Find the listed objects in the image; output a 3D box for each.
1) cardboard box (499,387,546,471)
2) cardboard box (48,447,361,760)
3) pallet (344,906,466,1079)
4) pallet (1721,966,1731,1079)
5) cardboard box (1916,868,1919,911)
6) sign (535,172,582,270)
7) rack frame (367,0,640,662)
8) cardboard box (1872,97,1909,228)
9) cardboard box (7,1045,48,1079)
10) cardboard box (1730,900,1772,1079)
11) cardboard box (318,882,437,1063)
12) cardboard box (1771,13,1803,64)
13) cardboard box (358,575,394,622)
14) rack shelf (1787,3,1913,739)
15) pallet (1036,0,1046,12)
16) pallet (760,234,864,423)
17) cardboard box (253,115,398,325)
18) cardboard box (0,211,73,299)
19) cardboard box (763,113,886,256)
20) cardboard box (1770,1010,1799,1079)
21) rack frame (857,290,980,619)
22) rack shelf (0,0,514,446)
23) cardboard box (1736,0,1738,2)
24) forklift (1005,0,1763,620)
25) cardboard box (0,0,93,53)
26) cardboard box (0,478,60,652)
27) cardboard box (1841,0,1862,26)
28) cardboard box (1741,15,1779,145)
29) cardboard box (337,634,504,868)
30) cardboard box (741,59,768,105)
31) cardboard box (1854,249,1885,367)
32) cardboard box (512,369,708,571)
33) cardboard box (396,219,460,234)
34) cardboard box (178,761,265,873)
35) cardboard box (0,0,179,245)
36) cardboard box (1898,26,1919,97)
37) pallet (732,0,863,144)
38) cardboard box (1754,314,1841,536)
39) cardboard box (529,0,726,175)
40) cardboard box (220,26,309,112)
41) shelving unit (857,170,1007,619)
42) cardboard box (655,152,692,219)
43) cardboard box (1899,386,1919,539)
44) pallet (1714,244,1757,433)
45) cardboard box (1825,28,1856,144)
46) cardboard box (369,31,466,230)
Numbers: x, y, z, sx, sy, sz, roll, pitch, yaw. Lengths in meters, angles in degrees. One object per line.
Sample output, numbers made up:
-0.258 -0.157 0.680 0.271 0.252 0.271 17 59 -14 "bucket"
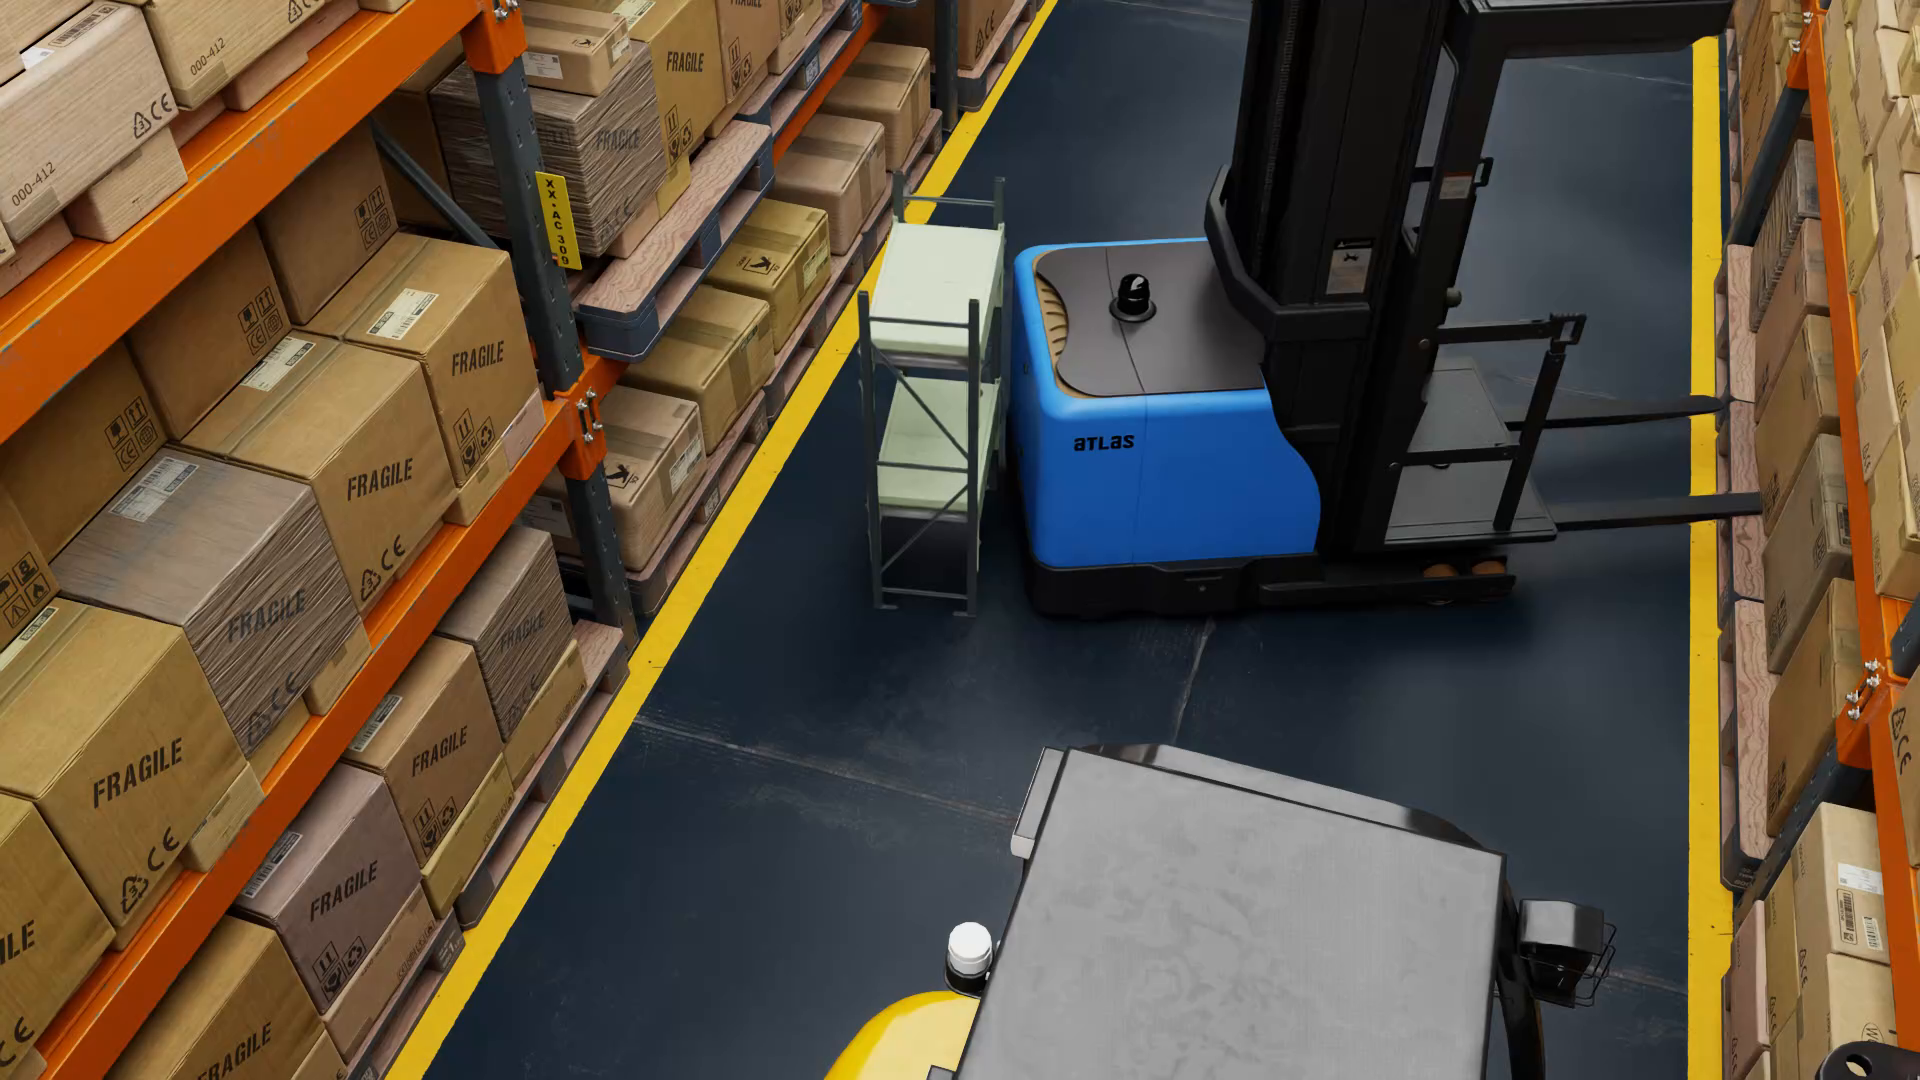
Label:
-1.524 -0.380 5.174 0.380 0.149 0.250 12 46 12 "cardboard box"
-1.917 0.149 4.169 0.500 0.500 0.500 14 46 14 "cardboard box"
-2.255 1.519 5.047 1.003 0.211 1.213 13 46 13 "pallet"
2.733 1.818 4.742 1.003 0.211 1.213 13 46 13 "pallet"
2.489 0.855 3.660 0.500 0.500 0.500 13 46 13 "cardboard box"
-1.198 -0.949 4.956 0.100 0.325 0.005 13 46 13 "sign"
-1.718 -0.749 5.371 1.000 3.000 0.127 13 46 13 "rack frame"
3.399 -1.223 5.605 0.500 0.250 0.500 13 46 13 "cardboard box"
-2.241 1.154 3.605 0.380 0.149 0.250 14 46 14 "cardboard box"
2.552 1.385 4.856 0.500 0.250 0.500 13 46 13 "cardboard box"
-1.951 1.230 5.014 0.500 0.250 0.500 13 46 13 "cardboard box"
4.187 -2.426 8.108 0.380 0.149 0.250 10 45 10 "cardboard box"
-1.835 0.108 4.675 0.380 0.149 0.250 12 46 12 "cardboard box"
3.620 -0.776 5.913 1.077 0.370 4.000 13 46 13 "rack shelf"
0.176 -3.739 10.420 1.003 0.211 1.213 13 46 13 "pallet"
-1.116 -1.088 7.710 1.003 0.211 1.213 13 46 13 "pallet"
-2.057 -1.001 4.629 0.700 0.500 0.500 12 46 12 "cardboard box"
-2.007 -0.619 3.272 0.380 0.149 0.250 13 46 13 "cardboard box"
-0.903 -1.758 7.981 0.950 0.372 0.625 12 46 12 "cardboard box"
2.423 1.547 4.333 0.500 0.250 0.500 12 46 12 "cardboard box"
-0.136 -0.257 5.941 0.400 1.500 0.023 5 45 5 "rack frame"
-2.323 -0.231 3.211 1.077 0.370 4.000 13 46 13 "rack shelf"
4.769 -3.326 9.491 0.500 0.500 0.500 11 45 11 "cardboard box"
1.737 -1.162 5.842 3.031 2.935 1.130 -4 44 -4 "forklift"
-1.906 -1.061 3.155 0.380 0.149 0.250 12 46 12 "cardboard box"
-2.482 0.030 3.575 0.700 0.500 0.500 12 46 12 "cardboard box"
3.834 -2.253 6.657 0.500 0.250 0.500 12 46 12 "cardboard box"
4.310 -2.282 8.424 0.500 0.500 0.500 12 46 12 "cardboard box"
-1.793 0.606 5.115 0.500 0.500 0.500 13 46 13 "cardboard box"
-0.958 -1.808 6.332 0.380 0.149 0.250 13 46 13 "cardboard box"
3.244 -0.699 5.427 0.500 0.250 0.500 13 46 13 "cardboard box"
-1.561 -0.310 6.501 0.950 0.372 0.625 13 46 13 "cardboard box"
-1.825 -1.211 5.722 0.380 0.149 0.250 13 46 13 "cardboard box"
-1.978 0.641 4.130 0.380 0.149 0.250 13 46 13 "cardboard box"
-1.915 -0.849 3.223 0.500 0.250 0.500 12 46 12 "cardboard box"
3.467 -1.621 5.727 0.380 0.149 0.250 13 46 13 "cardboard box"
-1.067 -2.019 6.805 1.003 0.211 1.213 13 46 13 "pallet"
3.629 -0.369 6.380 0.875 0.625 0.625 11 45 11 "cardboard box"
-1.151 -1.627 5.684 0.500 0.500 0.500 13 46 13 "cardboard box"
-1.737 -1.131 3.796 0.380 0.149 0.250 13 46 13 "cardboard box"
-0.089 -0.511 6.200 0.431 1.500 0.755 5 45 5 "shelving unit"
-1.165 -1.275 5.788 0.380 0.149 0.250 13 46 13 "cardboard box"
2.919 -0.207 4.566 0.500 0.250 0.500 12 46 12 "cardboard box"
3.939 -0.829 7.447 1.003 0.211 1.213 13 46 13 "pallet"
3.701 -1.735 6.485 0.500 0.250 0.500 12 46 12 "cardboard box"
-1.796 -1.398 5.449 0.500 0.500 0.500 12 46 12 "cardboard box"
